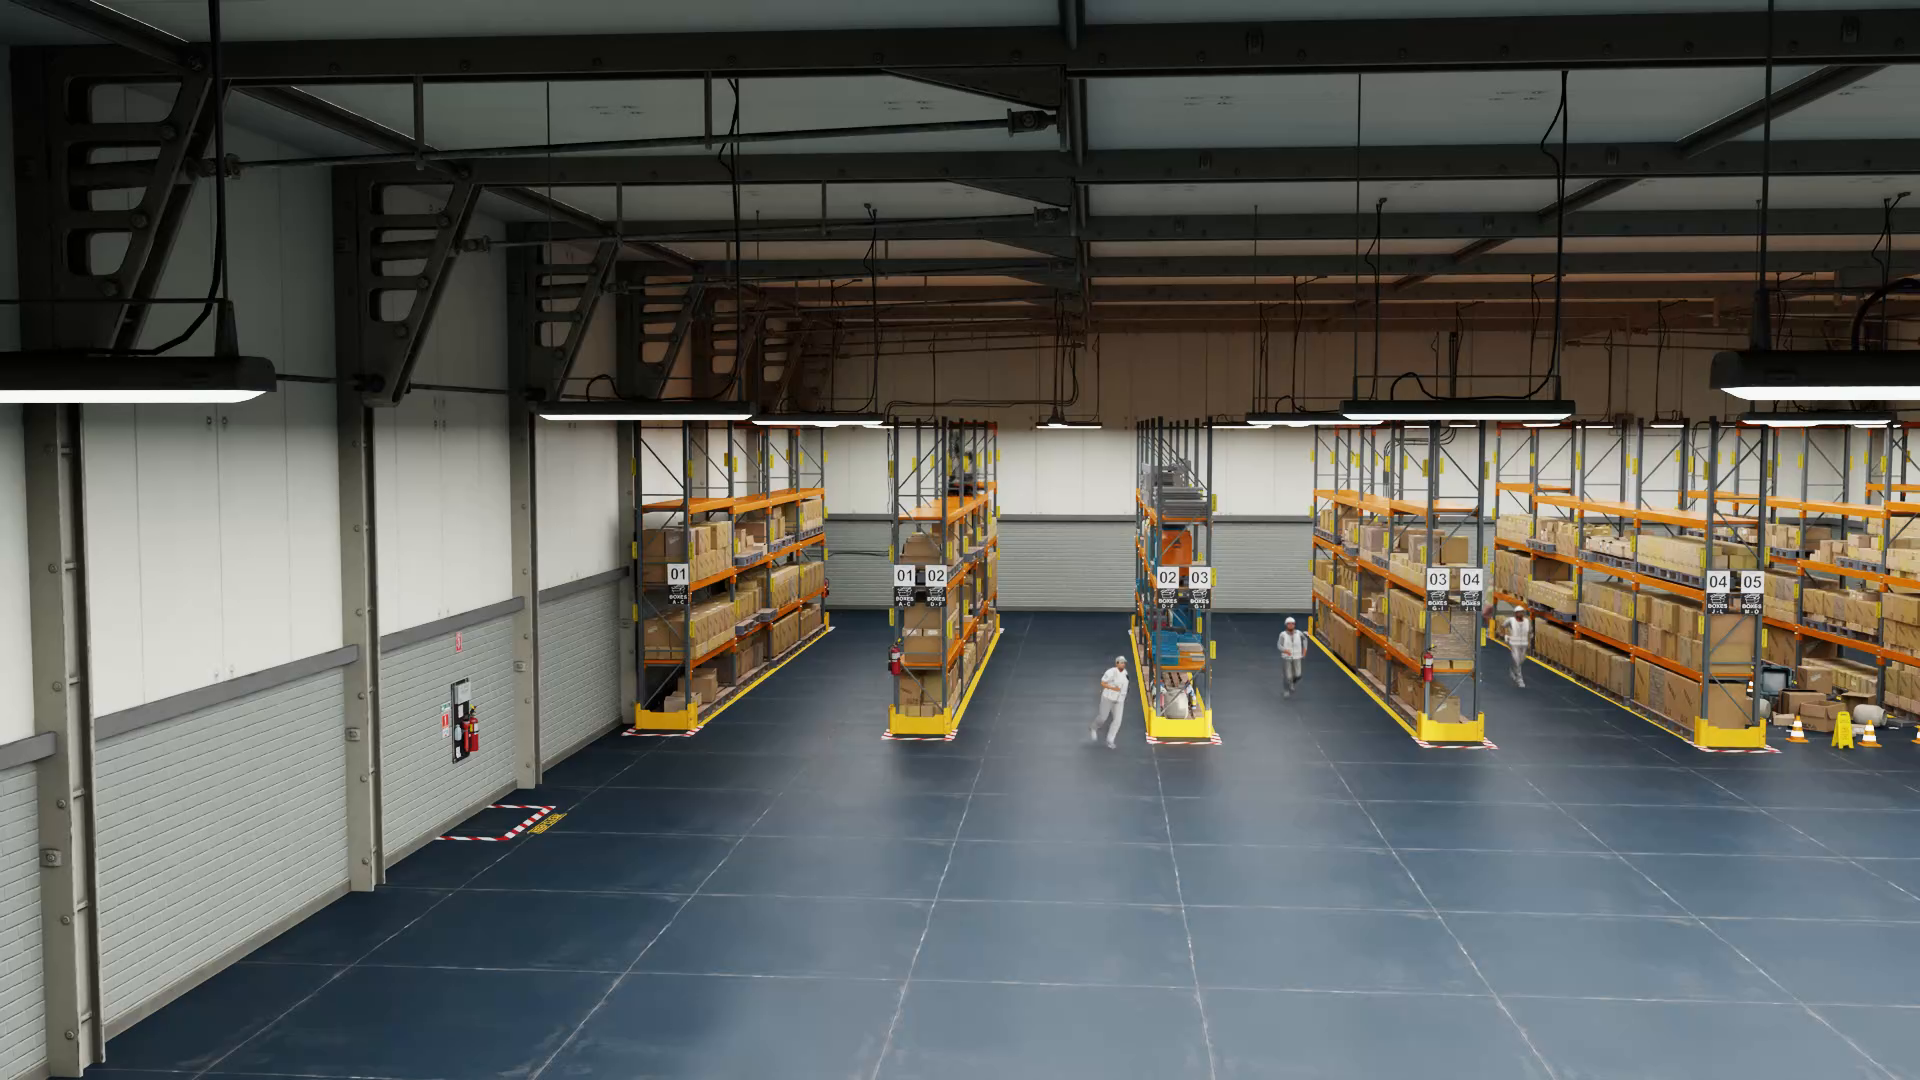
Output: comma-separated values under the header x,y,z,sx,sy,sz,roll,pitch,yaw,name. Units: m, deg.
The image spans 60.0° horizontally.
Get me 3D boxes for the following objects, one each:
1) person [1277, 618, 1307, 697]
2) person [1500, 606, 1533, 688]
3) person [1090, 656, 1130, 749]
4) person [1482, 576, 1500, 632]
x,y,z,sx,sy,sz,roll,pitch,yaw,name
7.141,2.528,35.713,0.682,1.734,0.703,0,4,3,person
12.584,2.377,37.489,0.682,1.791,0.987,0,4,-4,person
2.819,2.933,30.422,0.651,1.640,0.893,-1,4,-20,person
15.063,1.833,47.251,0.578,1.609,0.640,-1,4,-8,person
